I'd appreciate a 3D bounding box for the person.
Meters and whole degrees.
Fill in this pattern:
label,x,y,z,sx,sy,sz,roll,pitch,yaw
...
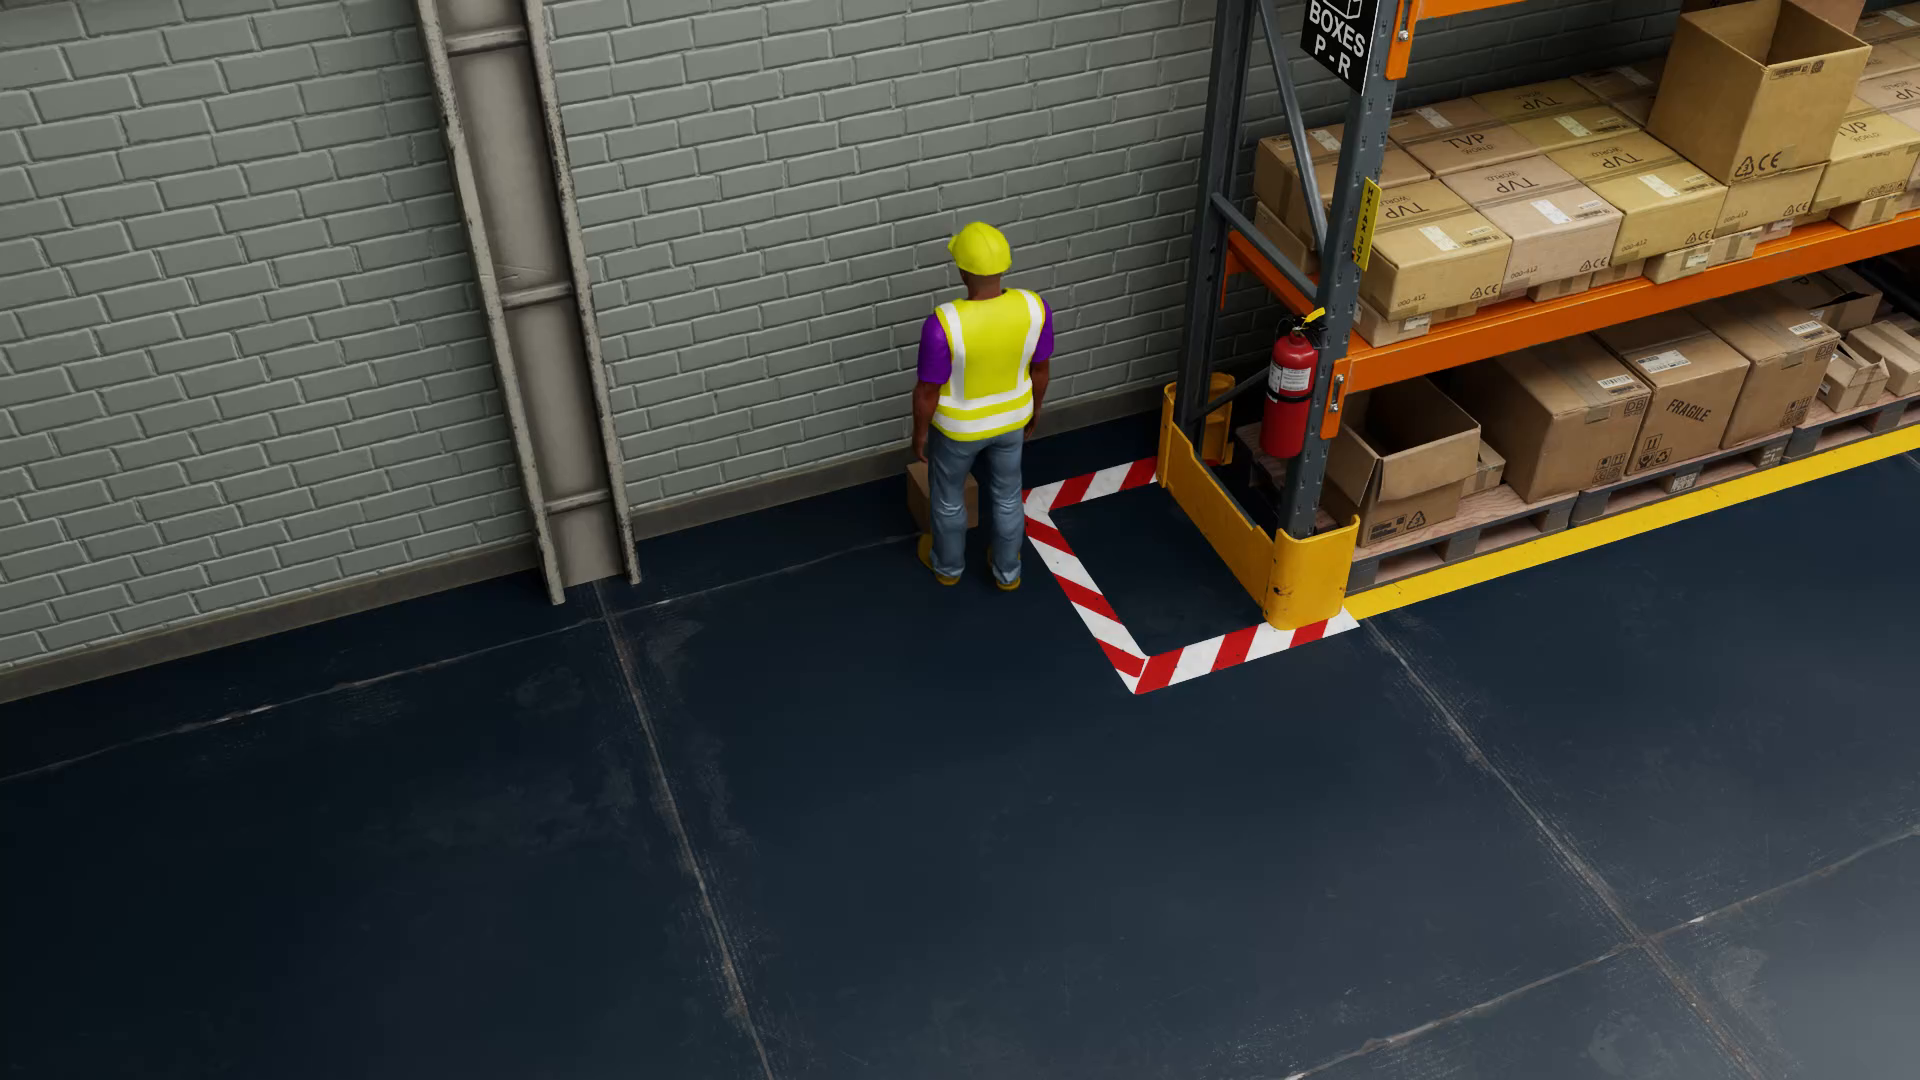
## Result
label,x,y,z,sx,sy,sz,roll,pitch,yaw
person,0.048,-0.481,6.740,0.599,1.695,0.491,-14,43,-16
